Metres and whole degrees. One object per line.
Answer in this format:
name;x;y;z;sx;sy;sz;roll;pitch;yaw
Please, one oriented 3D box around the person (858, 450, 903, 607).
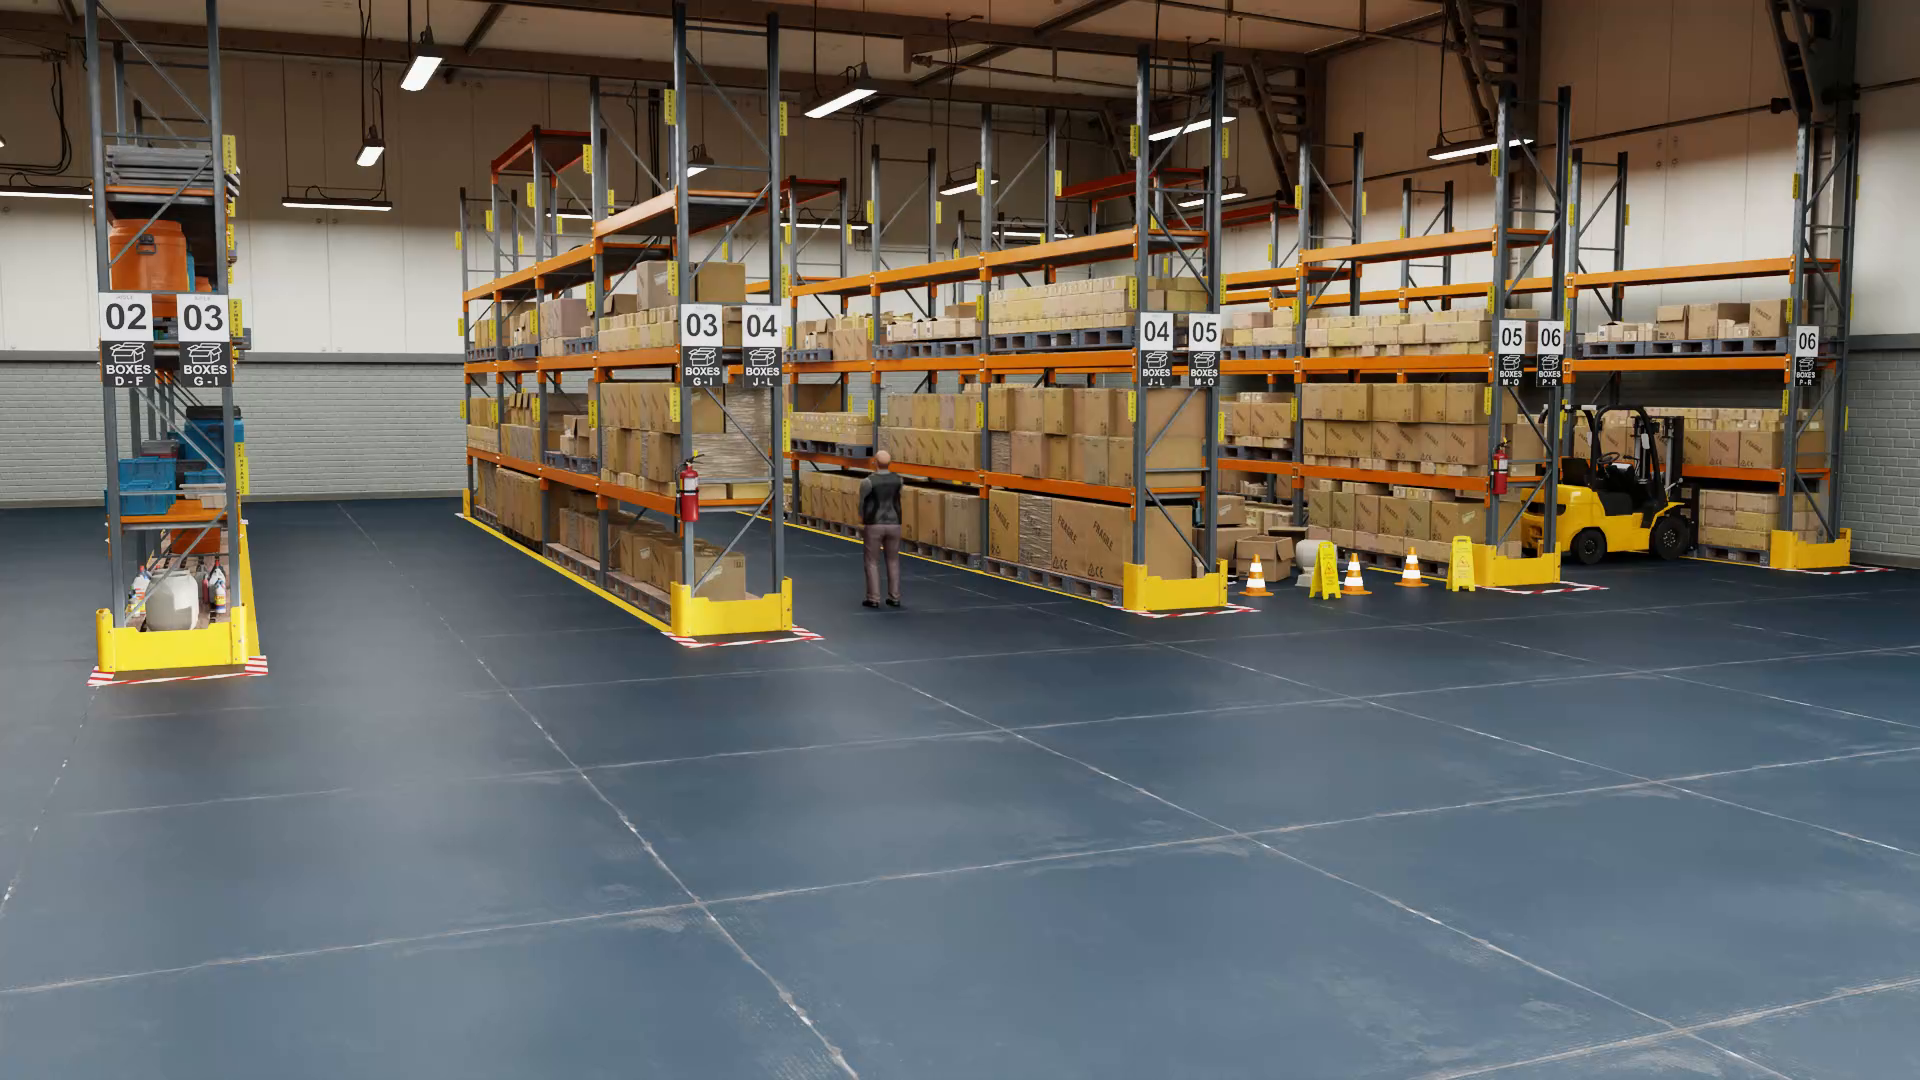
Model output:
person;-0.902;-0.135;18.350;0.498;1.716;0.550;-2;6;-24
